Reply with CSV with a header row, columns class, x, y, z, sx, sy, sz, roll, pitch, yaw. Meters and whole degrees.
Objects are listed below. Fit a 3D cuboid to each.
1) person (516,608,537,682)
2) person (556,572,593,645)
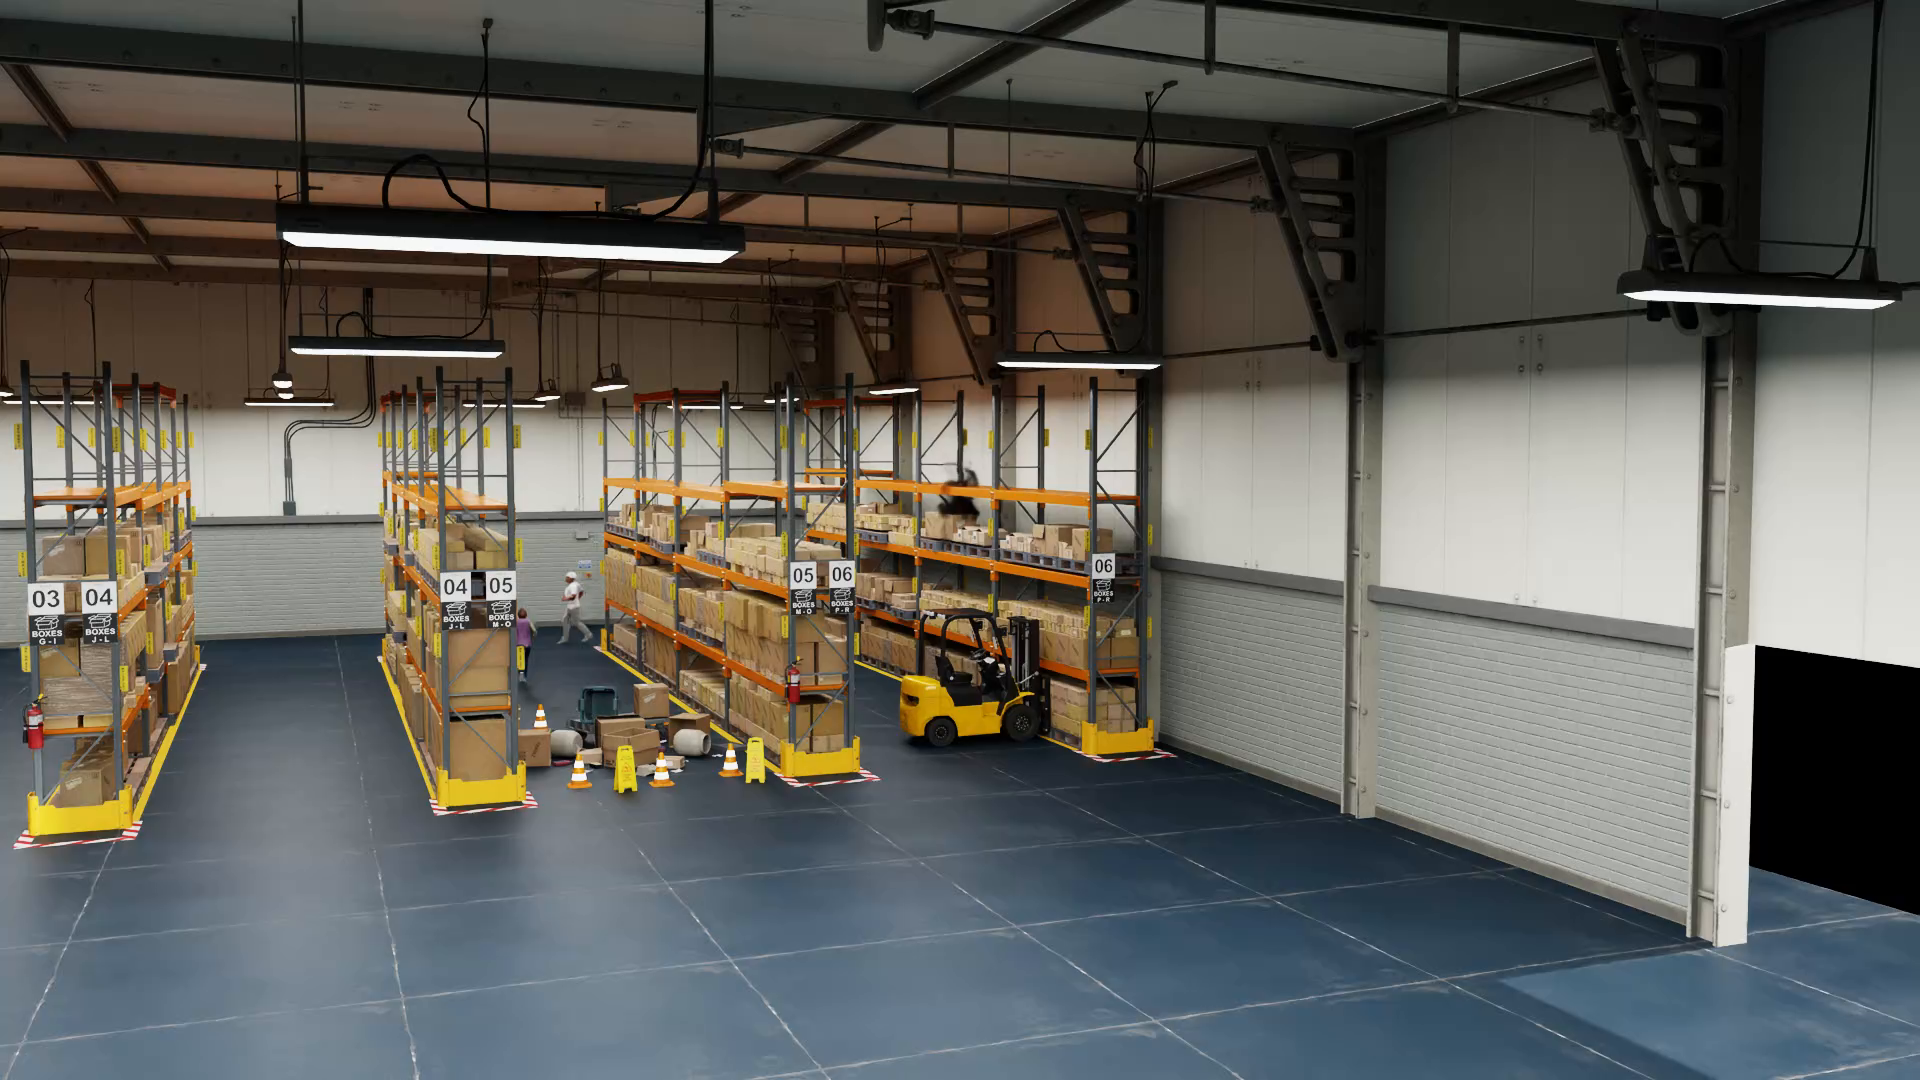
class,x,y,z,sx,sy,sz,roll,pitch,yaw
person,-8.937,2.167,34.012,0.548,1.568,0.813,-1,4,-21
person,-9.402,1.665,40.539,0.888,1.784,0.707,-1,4,-17
